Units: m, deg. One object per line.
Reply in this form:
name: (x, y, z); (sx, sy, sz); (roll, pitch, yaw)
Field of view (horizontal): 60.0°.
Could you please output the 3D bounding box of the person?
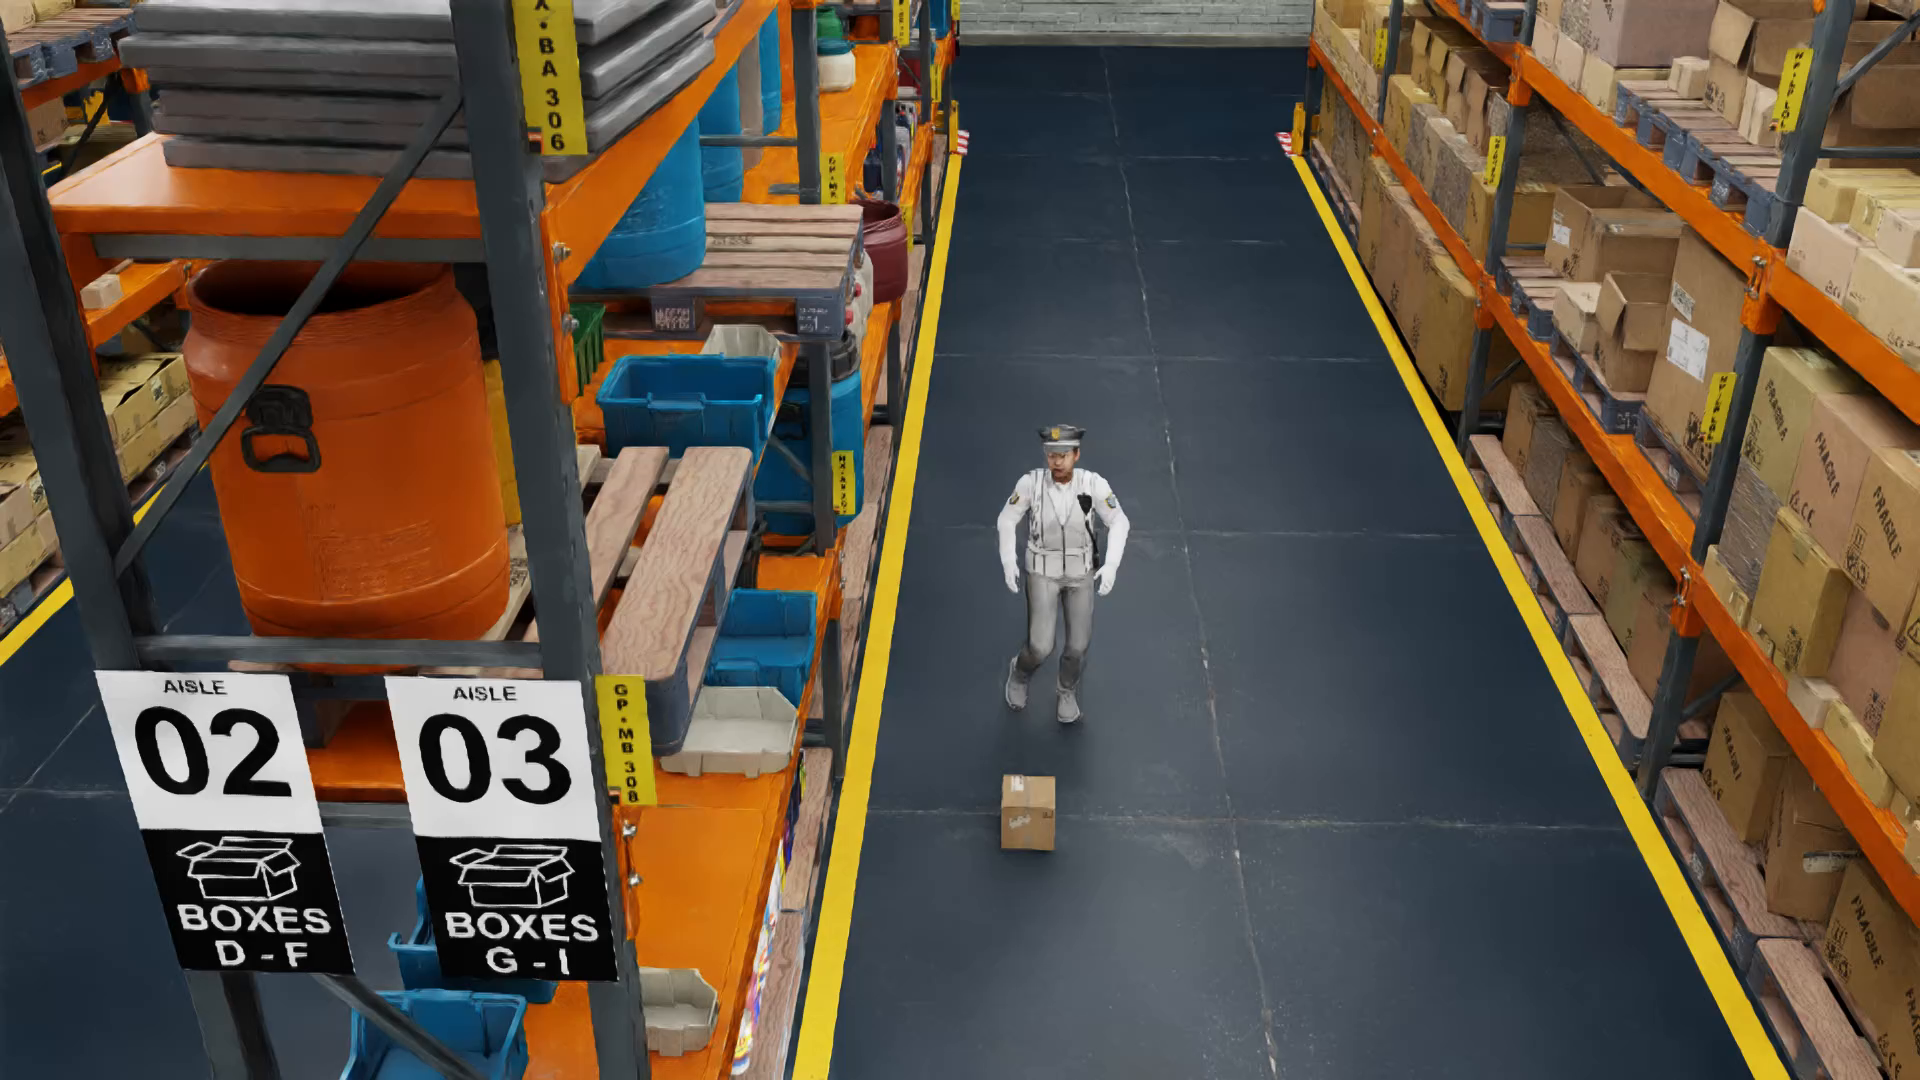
person: (0.541, 0.184, 8.508); (0.657, 1.666, 0.471); (-4, 28, -7)
